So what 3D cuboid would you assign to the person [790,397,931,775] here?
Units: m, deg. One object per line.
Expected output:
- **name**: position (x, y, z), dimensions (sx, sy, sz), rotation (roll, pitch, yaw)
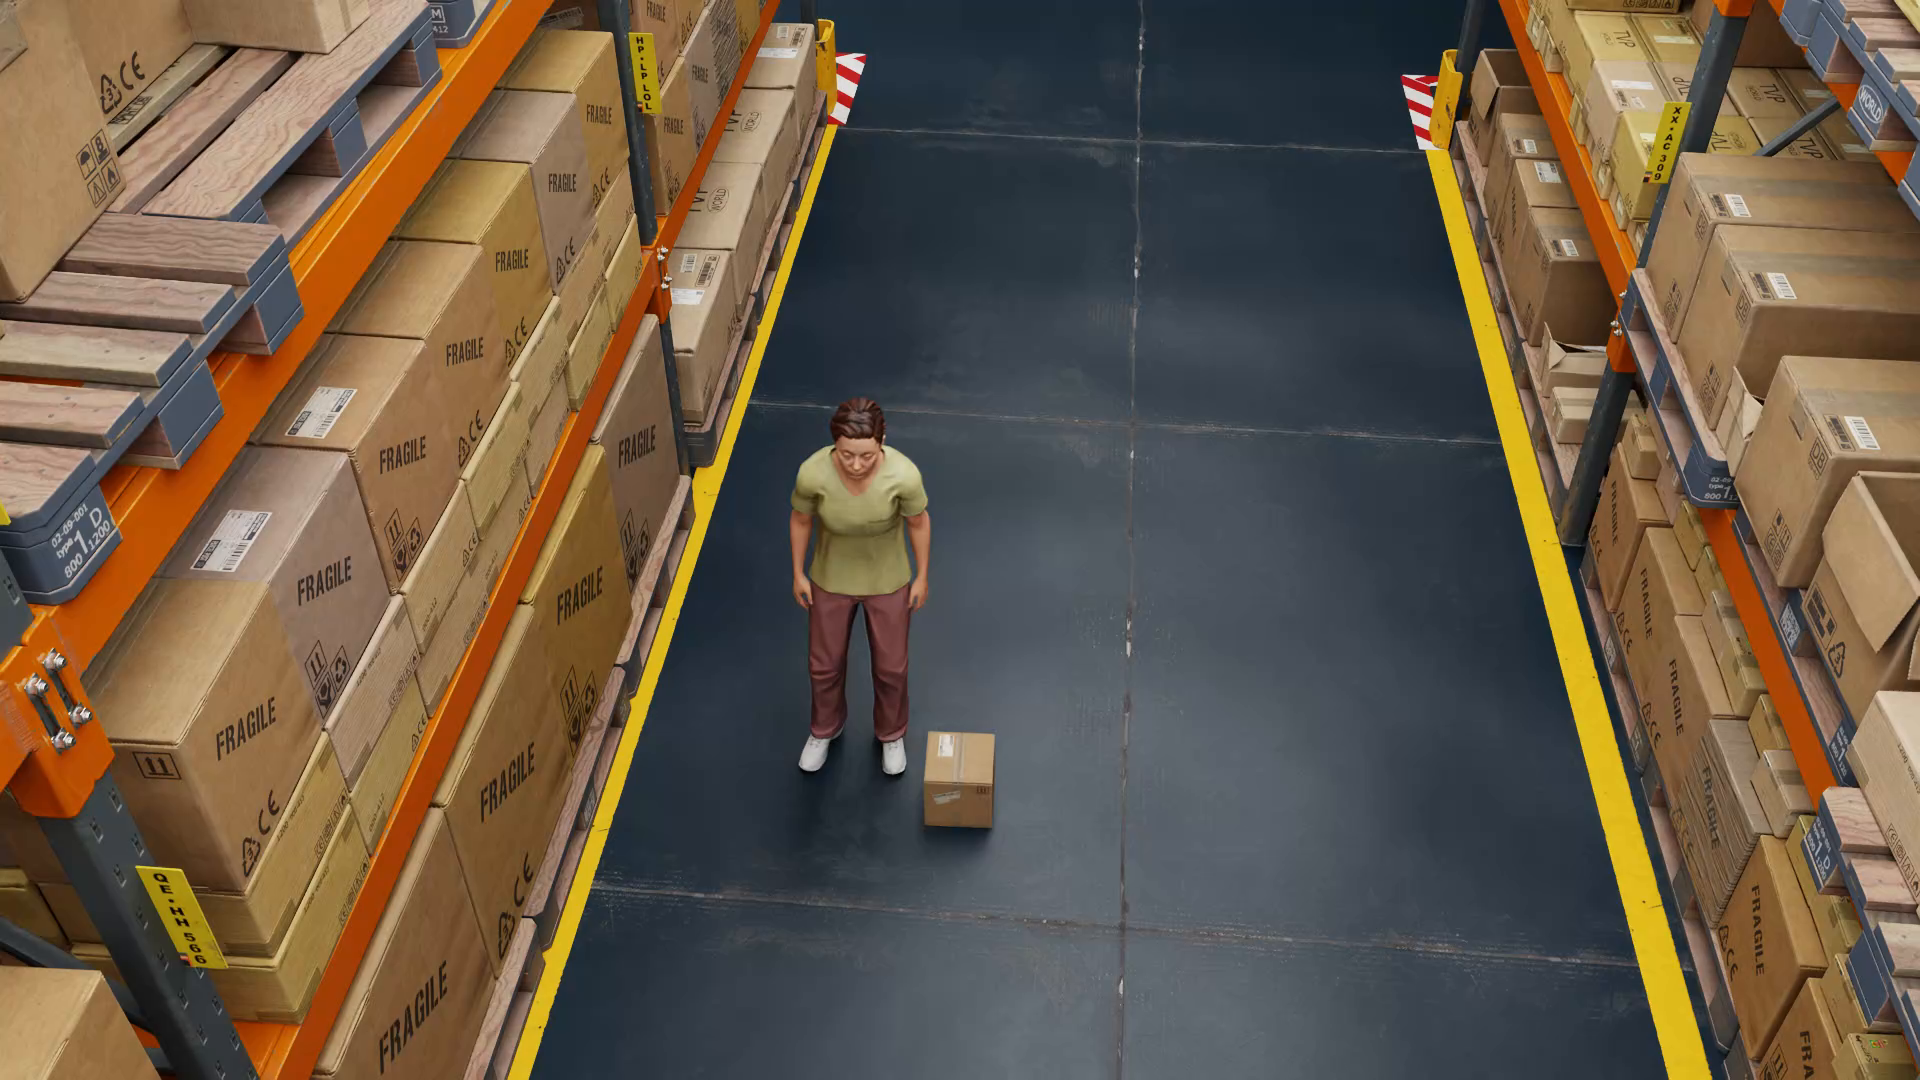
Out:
- **person**: position (-0.360, 0.162, 5.966), dimensions (0.512, 1.671, 0.358), rotation (1, 40, 1)
